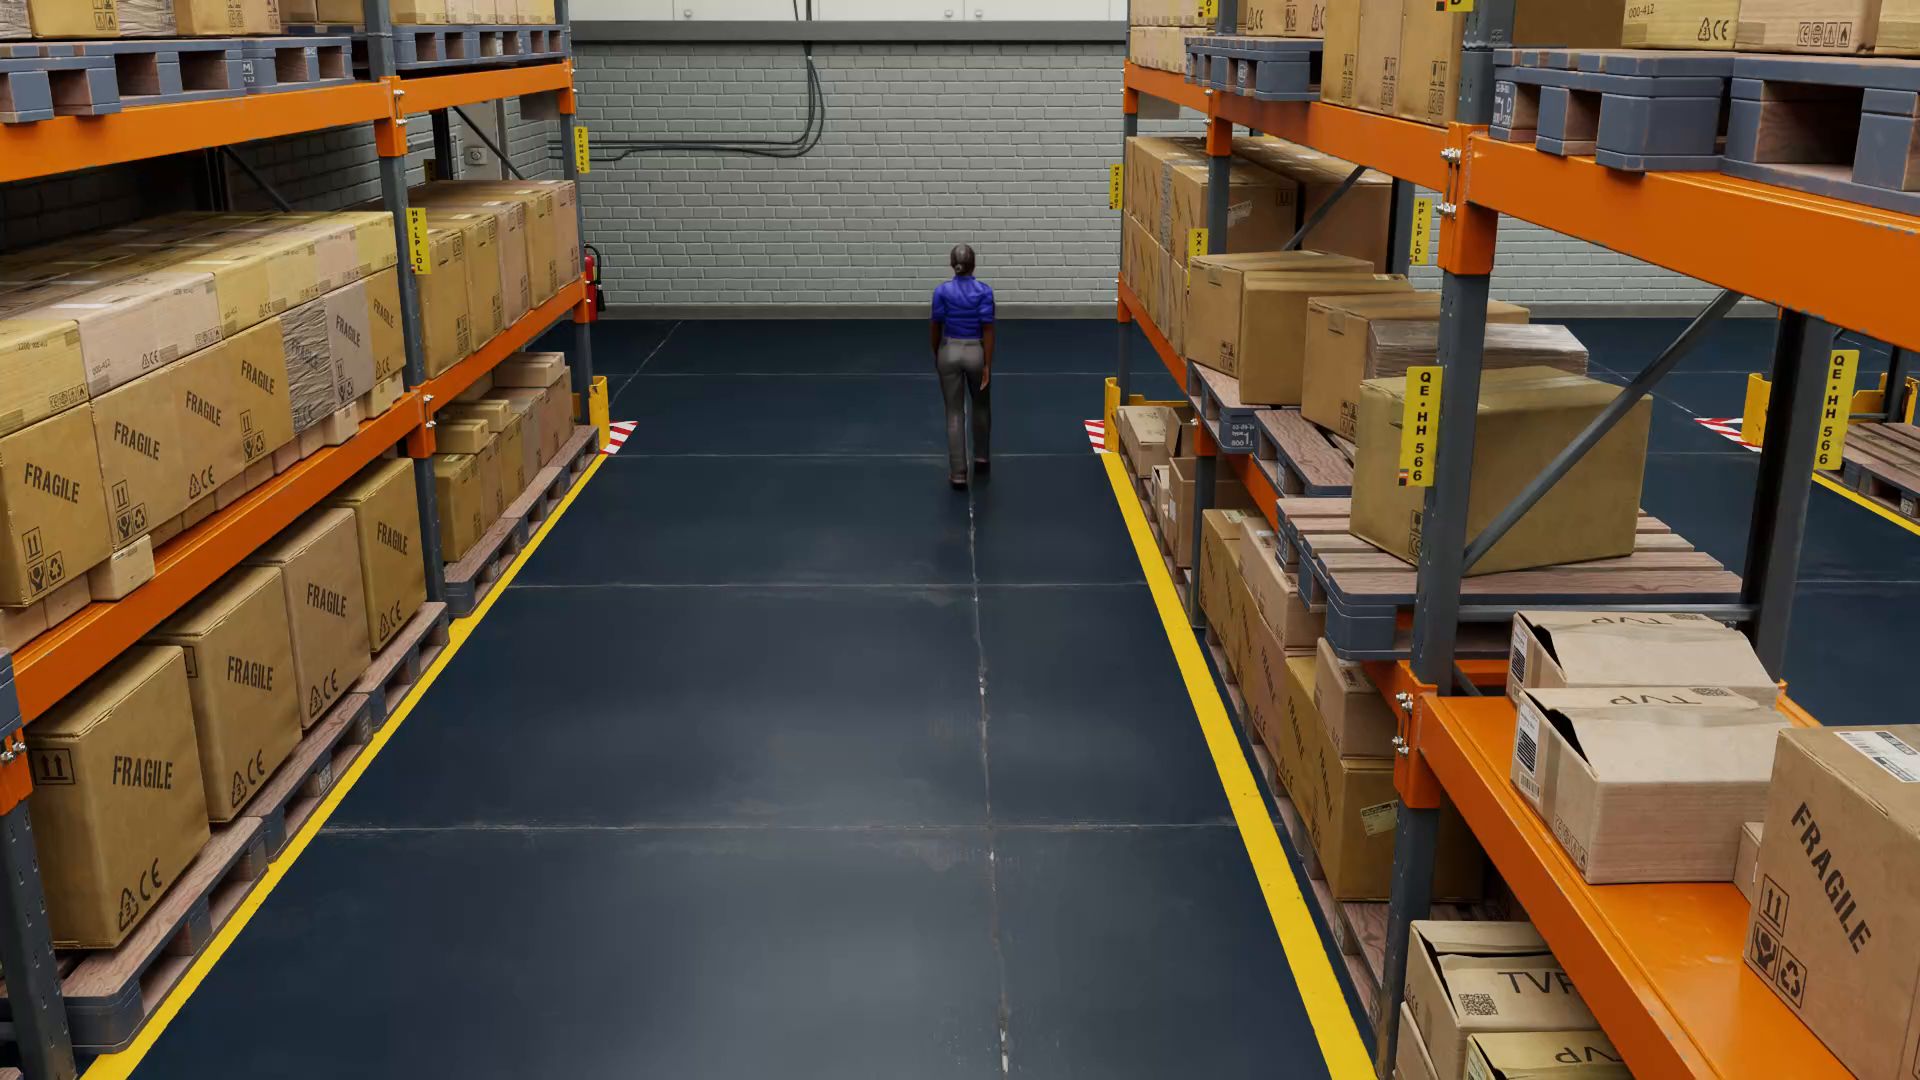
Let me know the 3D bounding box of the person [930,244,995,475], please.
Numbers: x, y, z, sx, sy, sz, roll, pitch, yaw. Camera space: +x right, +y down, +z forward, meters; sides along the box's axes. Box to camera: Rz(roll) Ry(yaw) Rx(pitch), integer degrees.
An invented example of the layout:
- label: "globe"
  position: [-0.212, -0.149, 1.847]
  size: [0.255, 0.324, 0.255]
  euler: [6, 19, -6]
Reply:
- label: "person"
  position: [0.017, -1.269, 11.462]
  size: [0.446, 1.550, 0.678]
  euler: [0, 17, 1]
